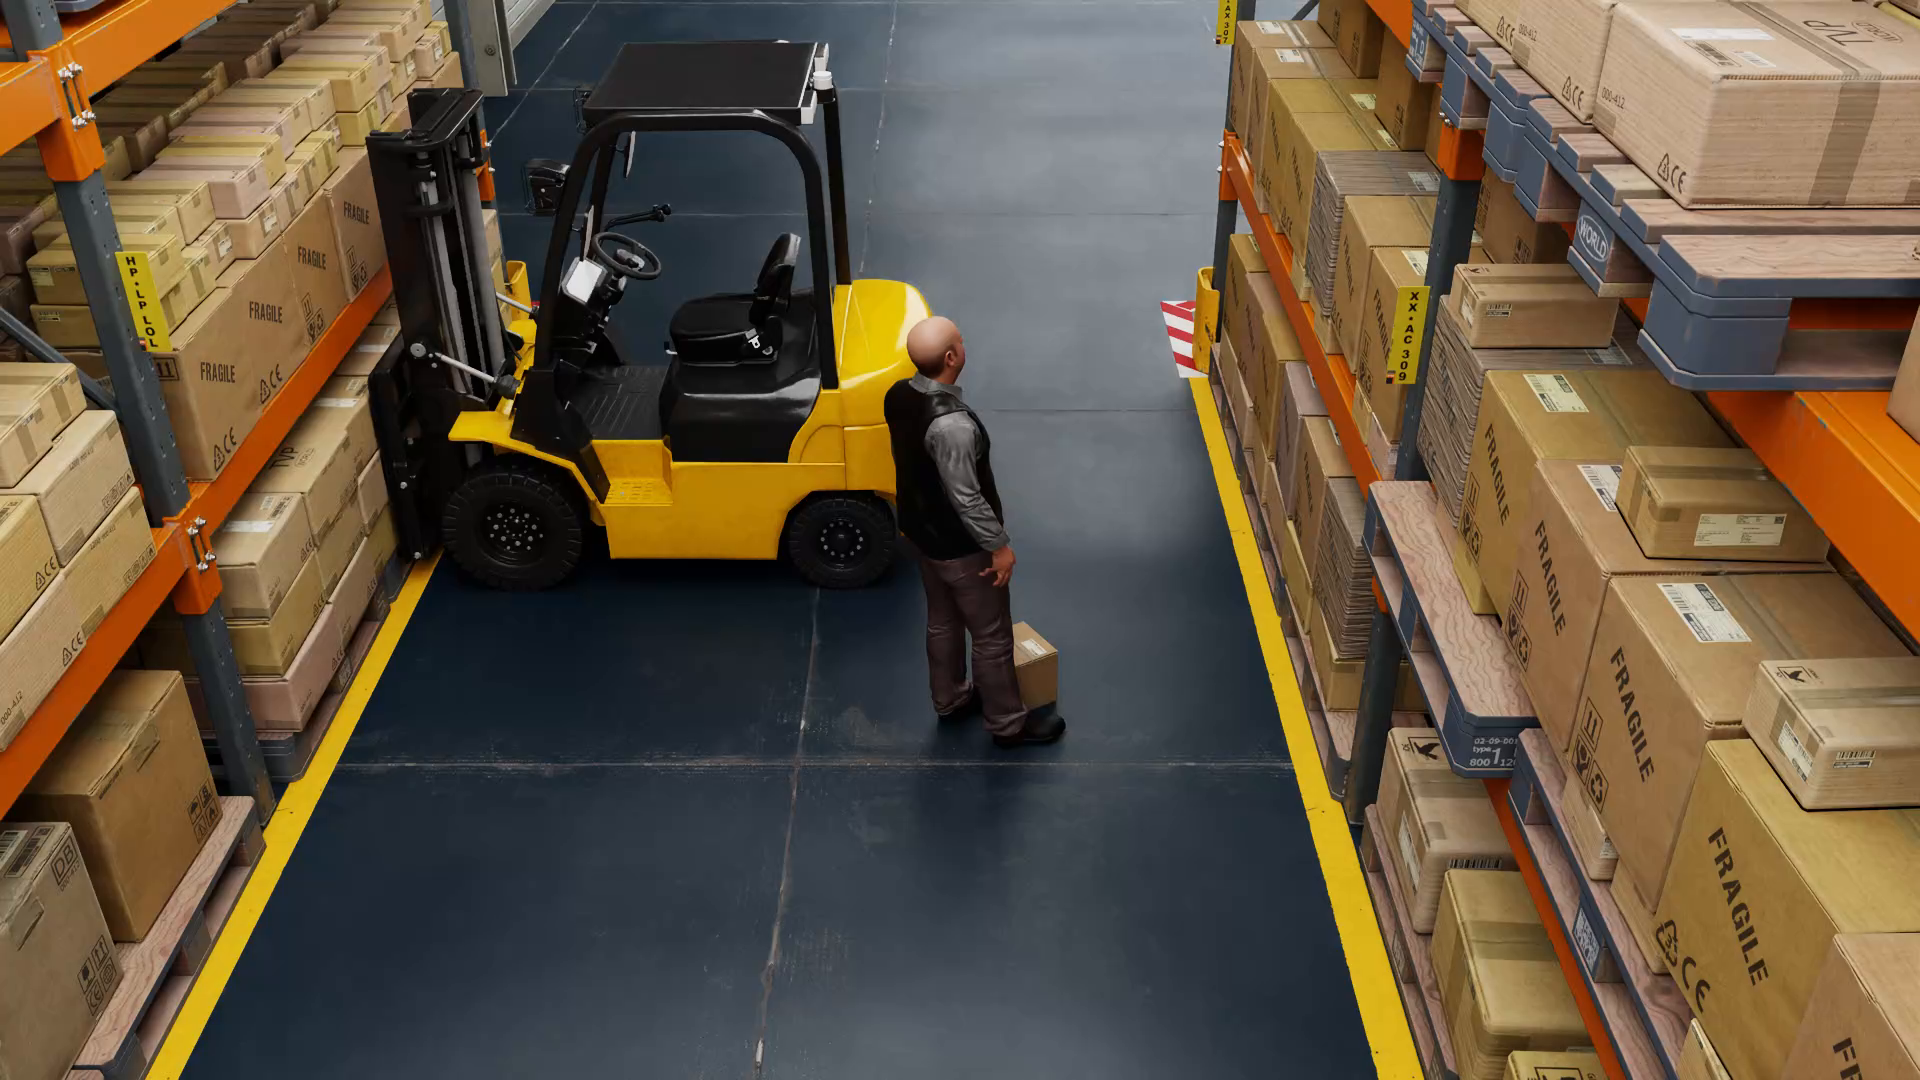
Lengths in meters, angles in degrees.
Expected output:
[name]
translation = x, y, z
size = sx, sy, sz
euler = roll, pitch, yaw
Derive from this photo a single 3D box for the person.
[person]
translation = 0.037, -0.038, 6.203
size = 0.567, 1.721, 0.633
euler = -16, 35, -25
